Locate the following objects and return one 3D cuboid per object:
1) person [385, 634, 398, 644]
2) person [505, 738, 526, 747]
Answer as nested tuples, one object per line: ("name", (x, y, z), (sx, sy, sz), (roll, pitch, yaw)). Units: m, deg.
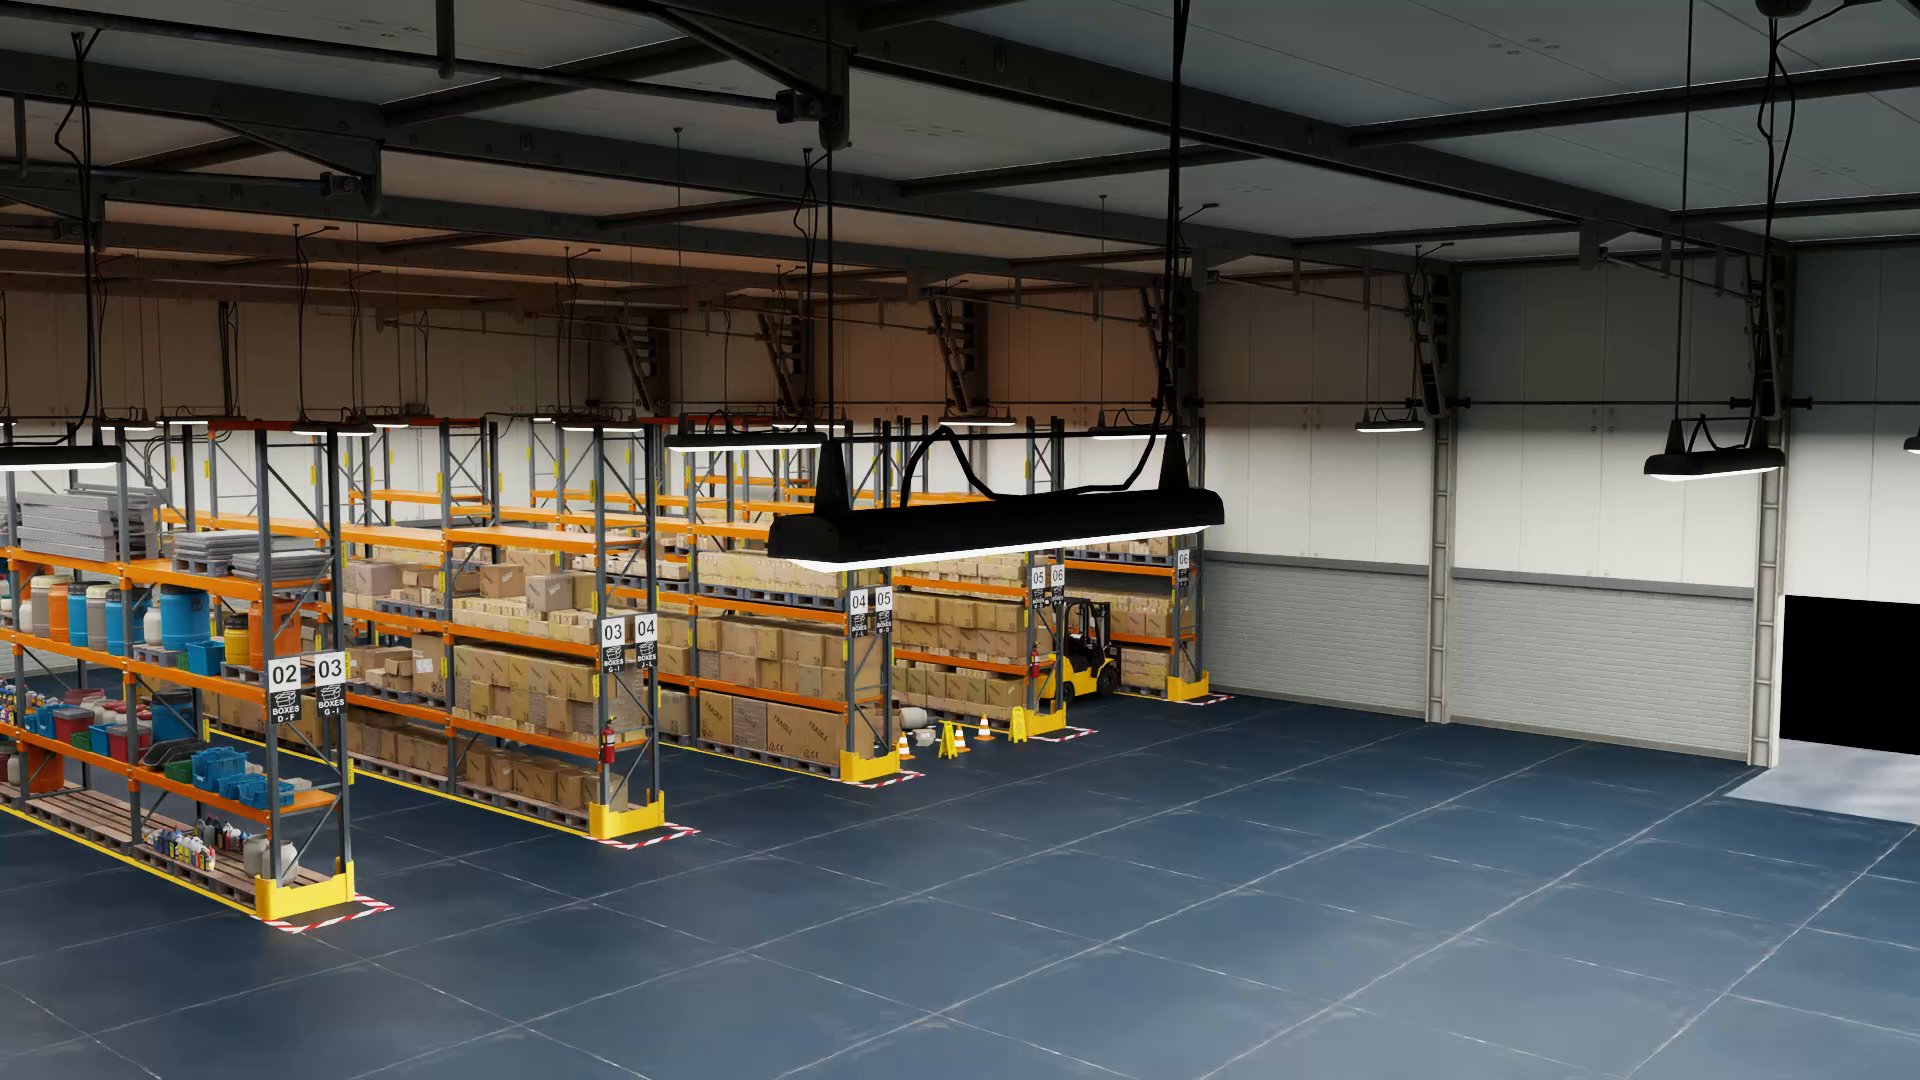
("person", (-14.948, 1.876, 43.654), (0.579, 1.682, 0.467), (-4, 6, -43))
("person", (-8.155, 2.964, 30.510), (0.521, 1.668, 0.416), (2, 5, 20))
